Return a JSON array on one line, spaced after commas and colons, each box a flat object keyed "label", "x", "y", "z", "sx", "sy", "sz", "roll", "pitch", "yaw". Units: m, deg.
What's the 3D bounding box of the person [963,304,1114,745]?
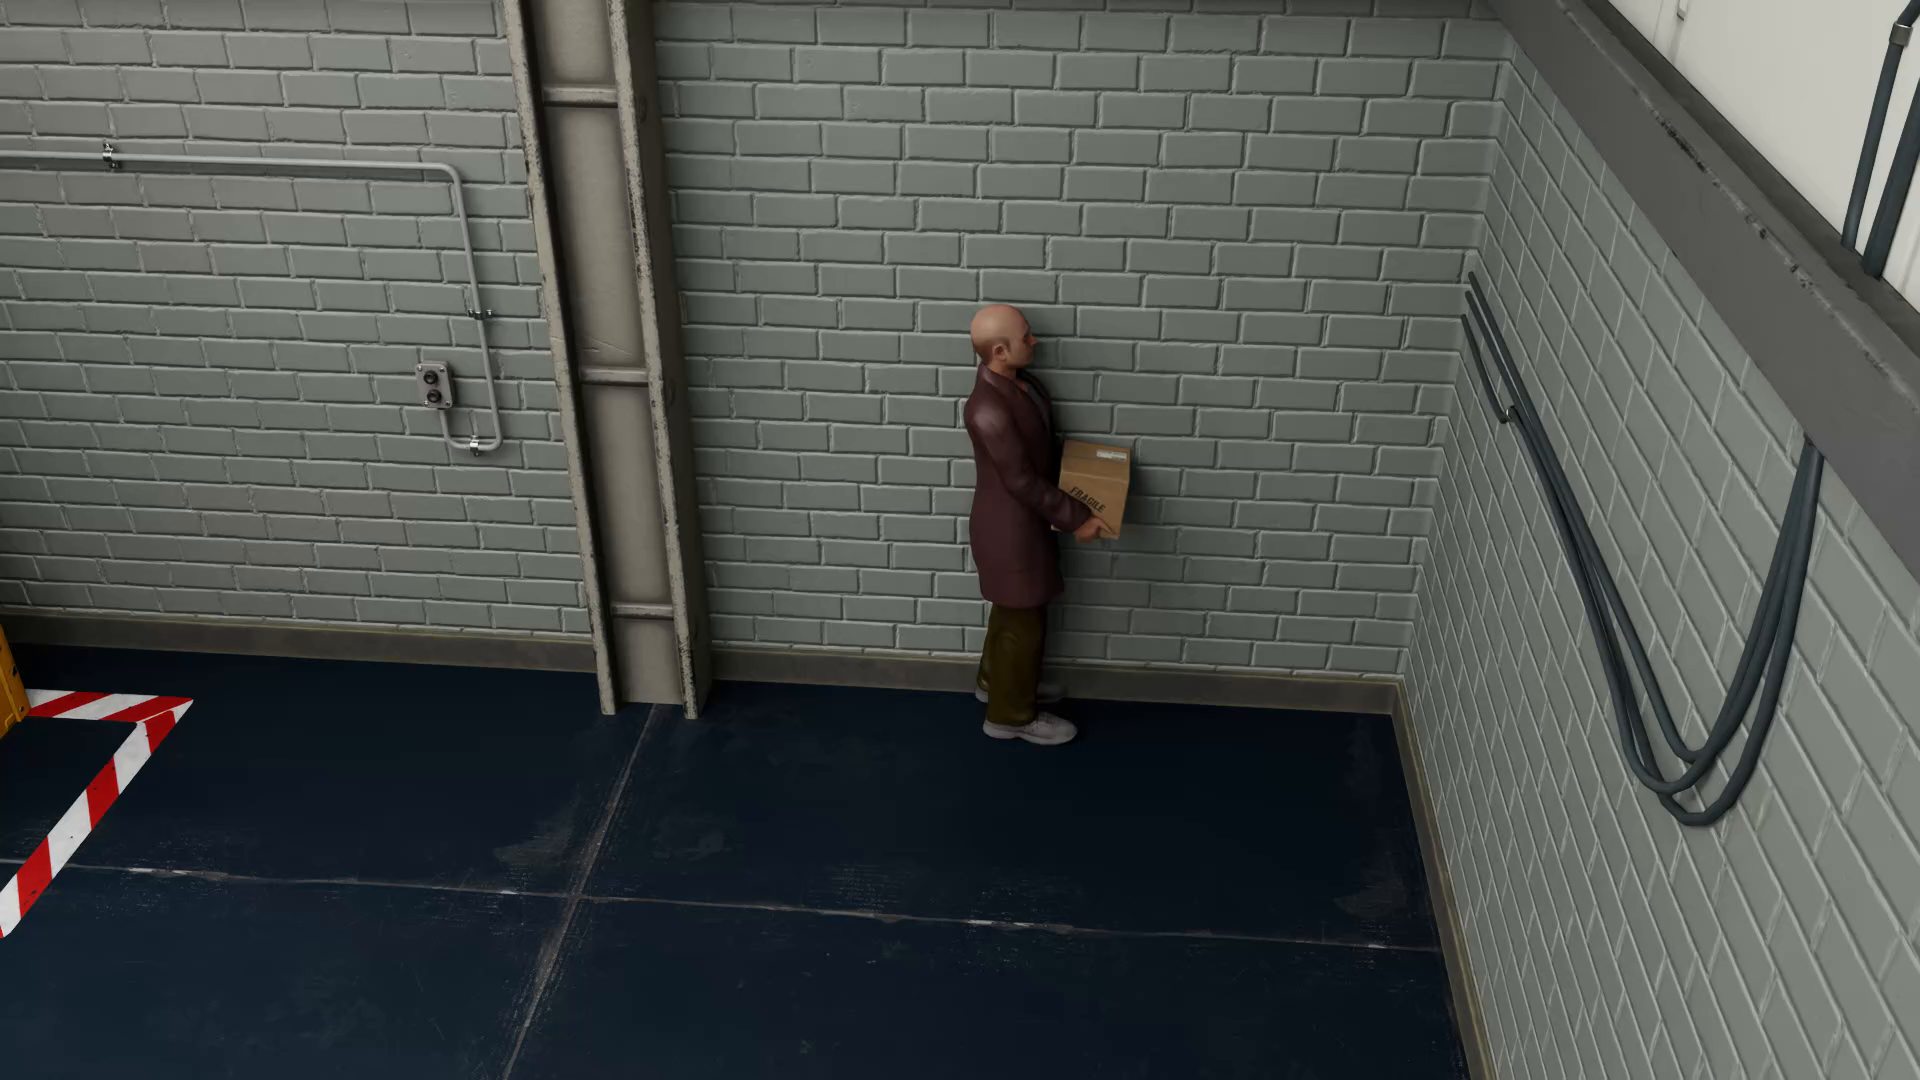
[{"label": "person", "x": 0.300, "y": -0.046, "z": 6.230, "sx": 0.552, "sy": 1.772, "sz": 0.529, "roll": 3, "pitch": 32, "yaw": 5}]
